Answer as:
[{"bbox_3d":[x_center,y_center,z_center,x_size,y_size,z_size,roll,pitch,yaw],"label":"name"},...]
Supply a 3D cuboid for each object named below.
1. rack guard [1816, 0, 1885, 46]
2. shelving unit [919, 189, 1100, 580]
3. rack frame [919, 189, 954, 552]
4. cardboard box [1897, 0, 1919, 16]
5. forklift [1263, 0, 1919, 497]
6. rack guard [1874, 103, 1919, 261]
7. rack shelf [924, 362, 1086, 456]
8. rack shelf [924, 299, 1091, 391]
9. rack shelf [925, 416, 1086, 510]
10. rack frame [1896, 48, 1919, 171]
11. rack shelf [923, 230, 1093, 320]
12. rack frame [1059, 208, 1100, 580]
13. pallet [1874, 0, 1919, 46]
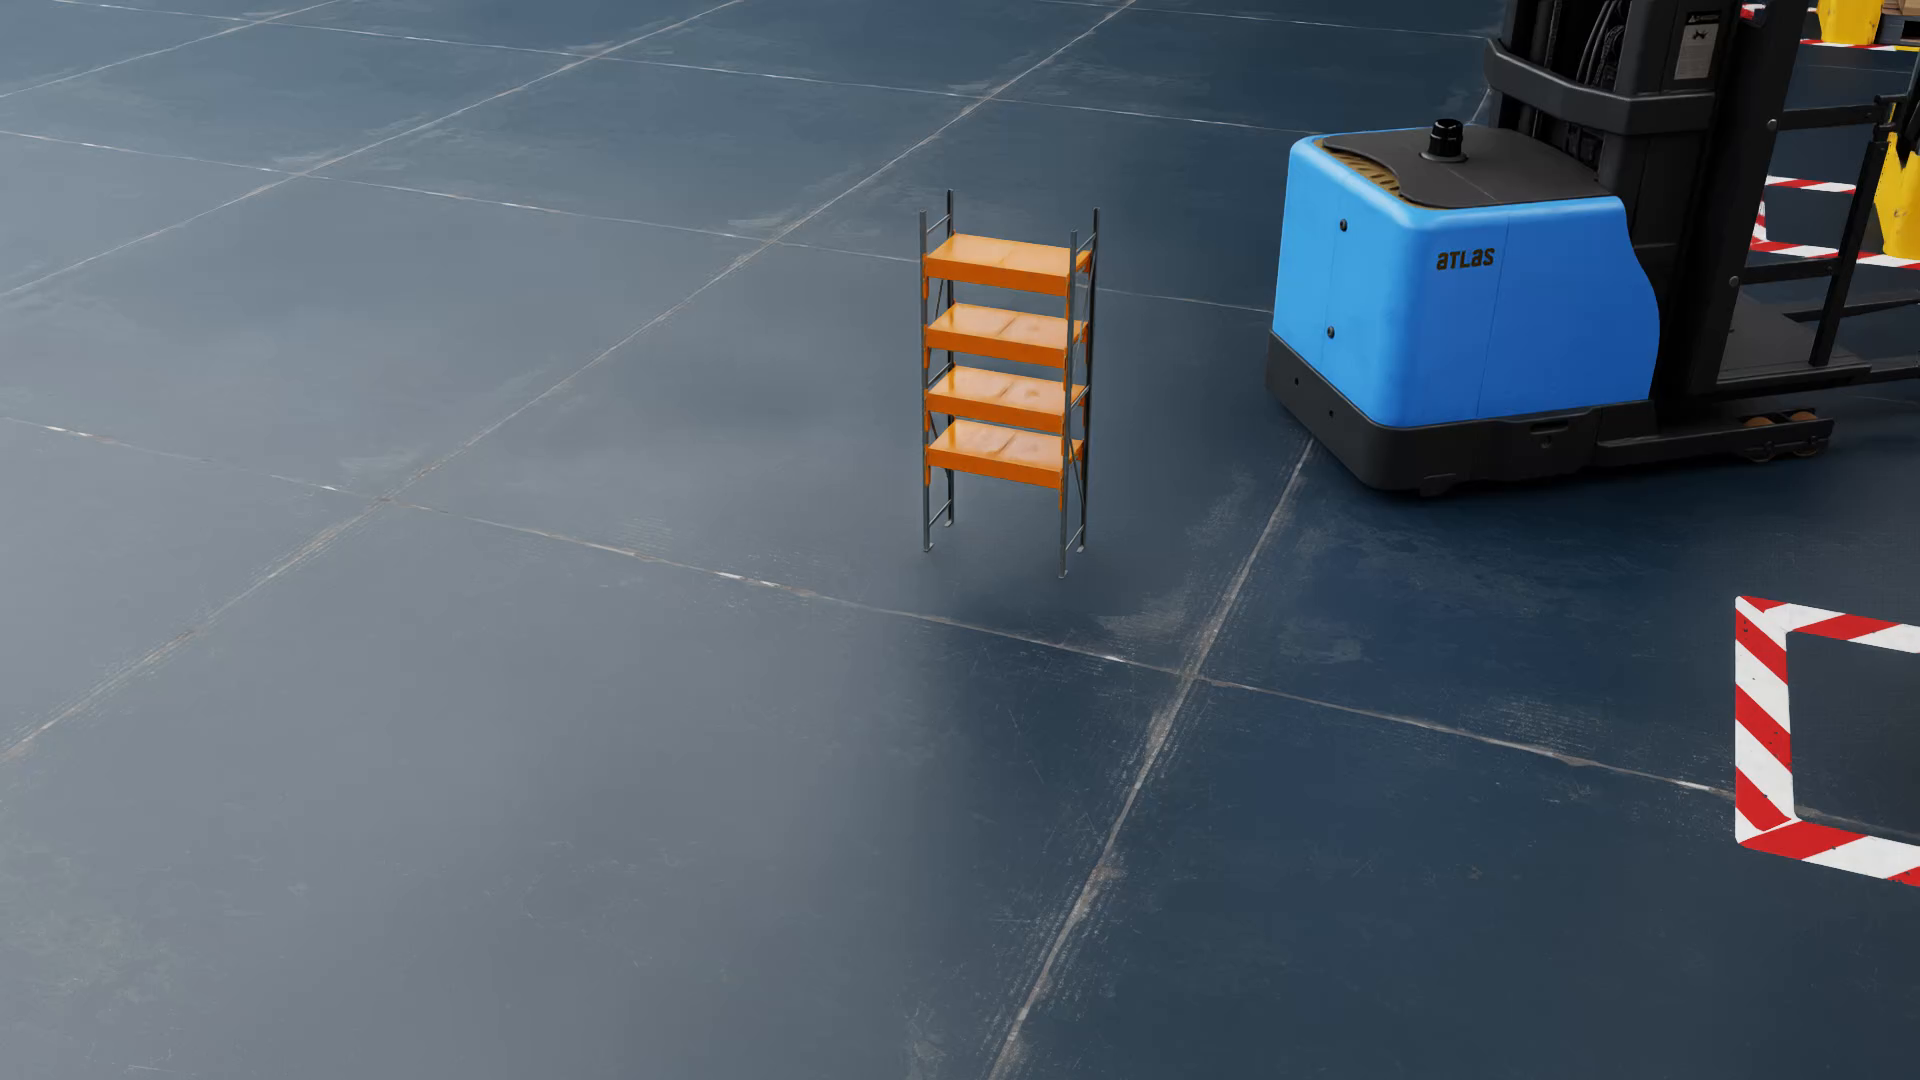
[{"bbox_3d":[6.715,-4.112,12.516,0.348,0.500,1.175,11,31,19],"label":"rack guard"},{"bbox_3d":[0.153,-0.492,5.401,0.503,1.200,0.258,11,31,19],"label":"shelving unit"},{"bbox_3d":[-0.073,-0.537,5.480,0.015,1.200,0.240,11,31,19],"label":"rack frame"},{"bbox_3d":[7.150,-3.981,12.112,0.500,0.250,0.500,11,31,19],"label":"cardboard box"},{"bbox_3d":[2.800,-1.813,5.979,3.031,2.935,1.130,-7,30,-13],"label":"forklift"},{"bbox_3d":[4.959,-1.857,8.527,0.348,0.500,1.175,11,31,19],"label":"rack guard"},{"bbox_3d":[0.153,-0.433,5.434,0.480,0.148,0.258,11,31,19],"label":"rack shelf"},{"bbox_3d":[0.153,-0.628,5.324,0.480,0.148,0.258,11,31,19],"label":"rack shelf"},{"bbox_3d":[0.153,-0.260,5.531,0.480,0.148,0.258,11,31,19],"label":"rack shelf"},{"bbox_3d":[4.871,-2.938,7.899,0.127,3.000,1.000,11,31,19],"label":"rack frame"},{"bbox_3d":[0.153,-0.834,5.207,0.480,0.148,0.258,11,31,19],"label":"rack shelf"},{"bbox_3d":[0.380,-0.447,5.321,0.015,1.200,0.240,11,31,19],"label":"rack frame"},{"bbox_3d":[7.461,-3.859,12.363,1.213,0.211,1.003,11,31,19],"label":"pallet"}]
